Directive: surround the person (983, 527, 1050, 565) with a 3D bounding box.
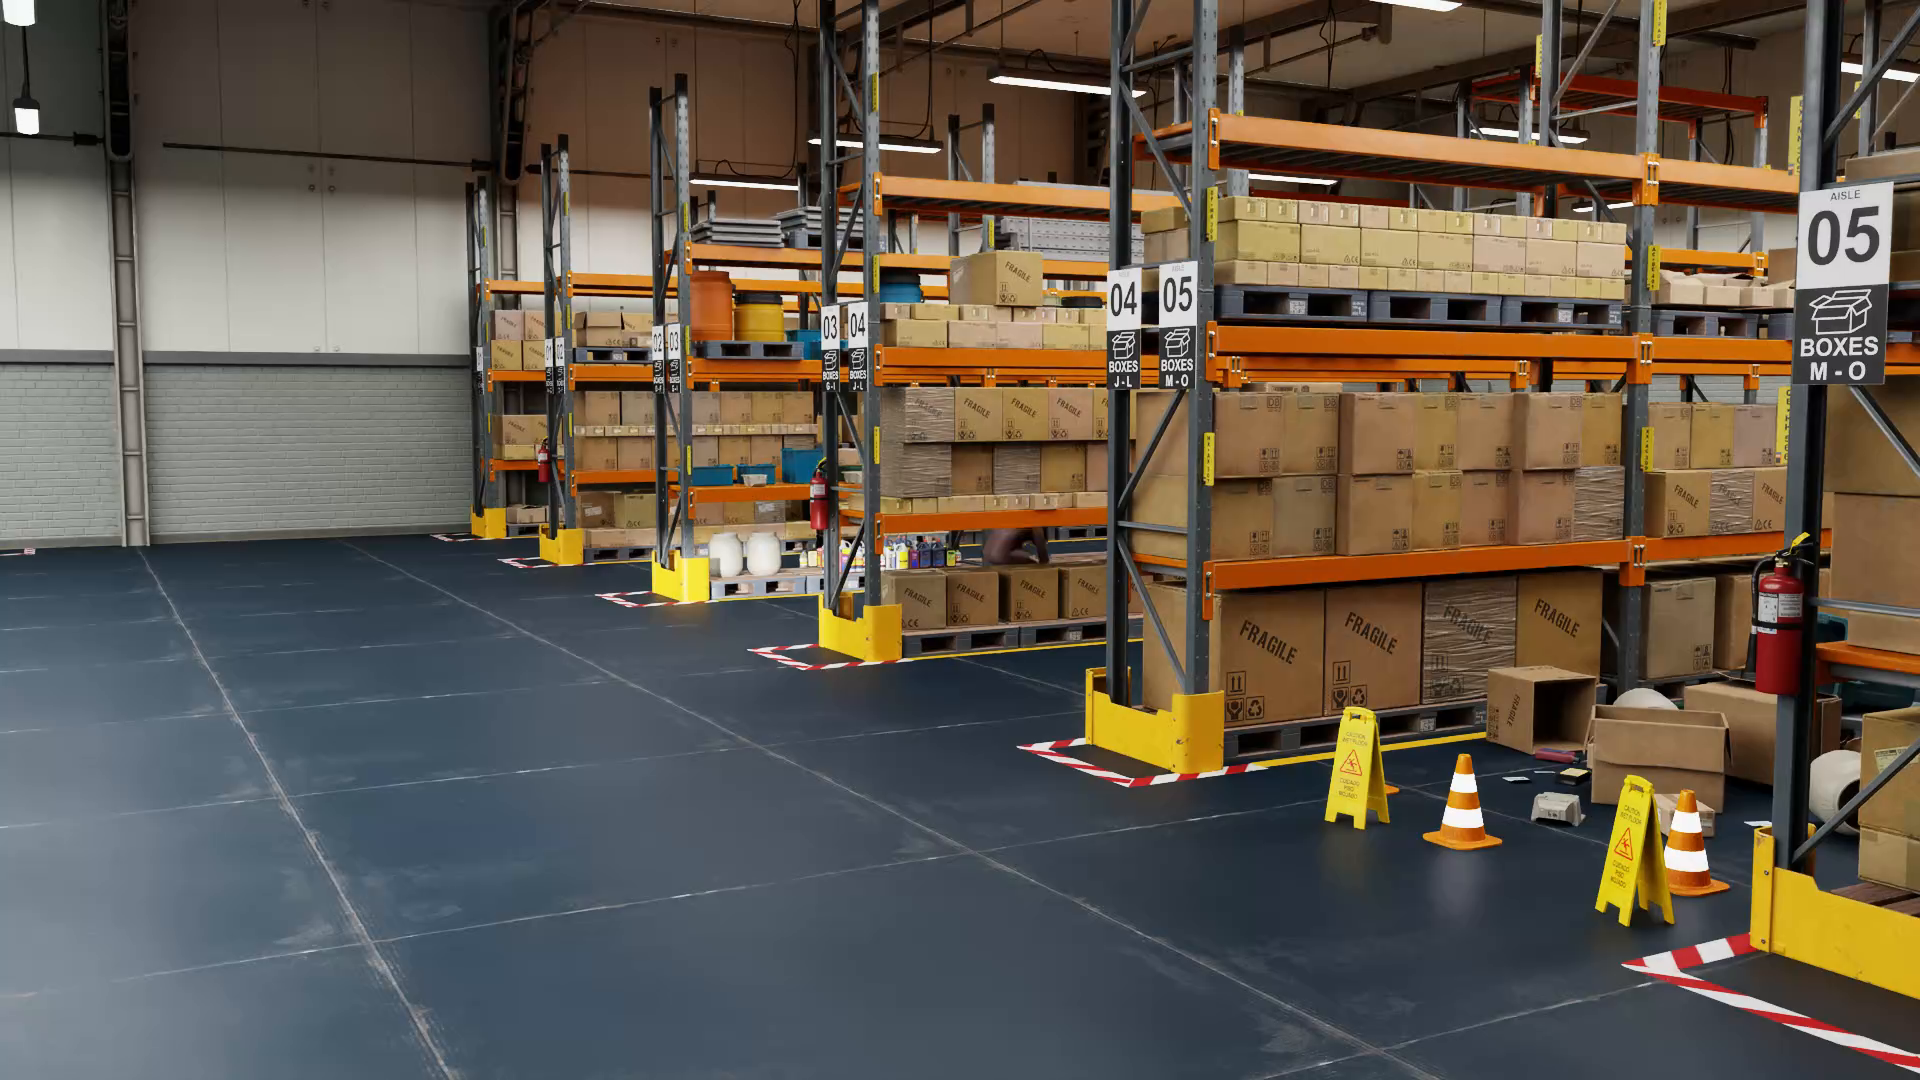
[{"bbox_3d":[0.657,0.176,18.970,0.852,1.125,0.620,-3,6,-29],"label":"person"}]
